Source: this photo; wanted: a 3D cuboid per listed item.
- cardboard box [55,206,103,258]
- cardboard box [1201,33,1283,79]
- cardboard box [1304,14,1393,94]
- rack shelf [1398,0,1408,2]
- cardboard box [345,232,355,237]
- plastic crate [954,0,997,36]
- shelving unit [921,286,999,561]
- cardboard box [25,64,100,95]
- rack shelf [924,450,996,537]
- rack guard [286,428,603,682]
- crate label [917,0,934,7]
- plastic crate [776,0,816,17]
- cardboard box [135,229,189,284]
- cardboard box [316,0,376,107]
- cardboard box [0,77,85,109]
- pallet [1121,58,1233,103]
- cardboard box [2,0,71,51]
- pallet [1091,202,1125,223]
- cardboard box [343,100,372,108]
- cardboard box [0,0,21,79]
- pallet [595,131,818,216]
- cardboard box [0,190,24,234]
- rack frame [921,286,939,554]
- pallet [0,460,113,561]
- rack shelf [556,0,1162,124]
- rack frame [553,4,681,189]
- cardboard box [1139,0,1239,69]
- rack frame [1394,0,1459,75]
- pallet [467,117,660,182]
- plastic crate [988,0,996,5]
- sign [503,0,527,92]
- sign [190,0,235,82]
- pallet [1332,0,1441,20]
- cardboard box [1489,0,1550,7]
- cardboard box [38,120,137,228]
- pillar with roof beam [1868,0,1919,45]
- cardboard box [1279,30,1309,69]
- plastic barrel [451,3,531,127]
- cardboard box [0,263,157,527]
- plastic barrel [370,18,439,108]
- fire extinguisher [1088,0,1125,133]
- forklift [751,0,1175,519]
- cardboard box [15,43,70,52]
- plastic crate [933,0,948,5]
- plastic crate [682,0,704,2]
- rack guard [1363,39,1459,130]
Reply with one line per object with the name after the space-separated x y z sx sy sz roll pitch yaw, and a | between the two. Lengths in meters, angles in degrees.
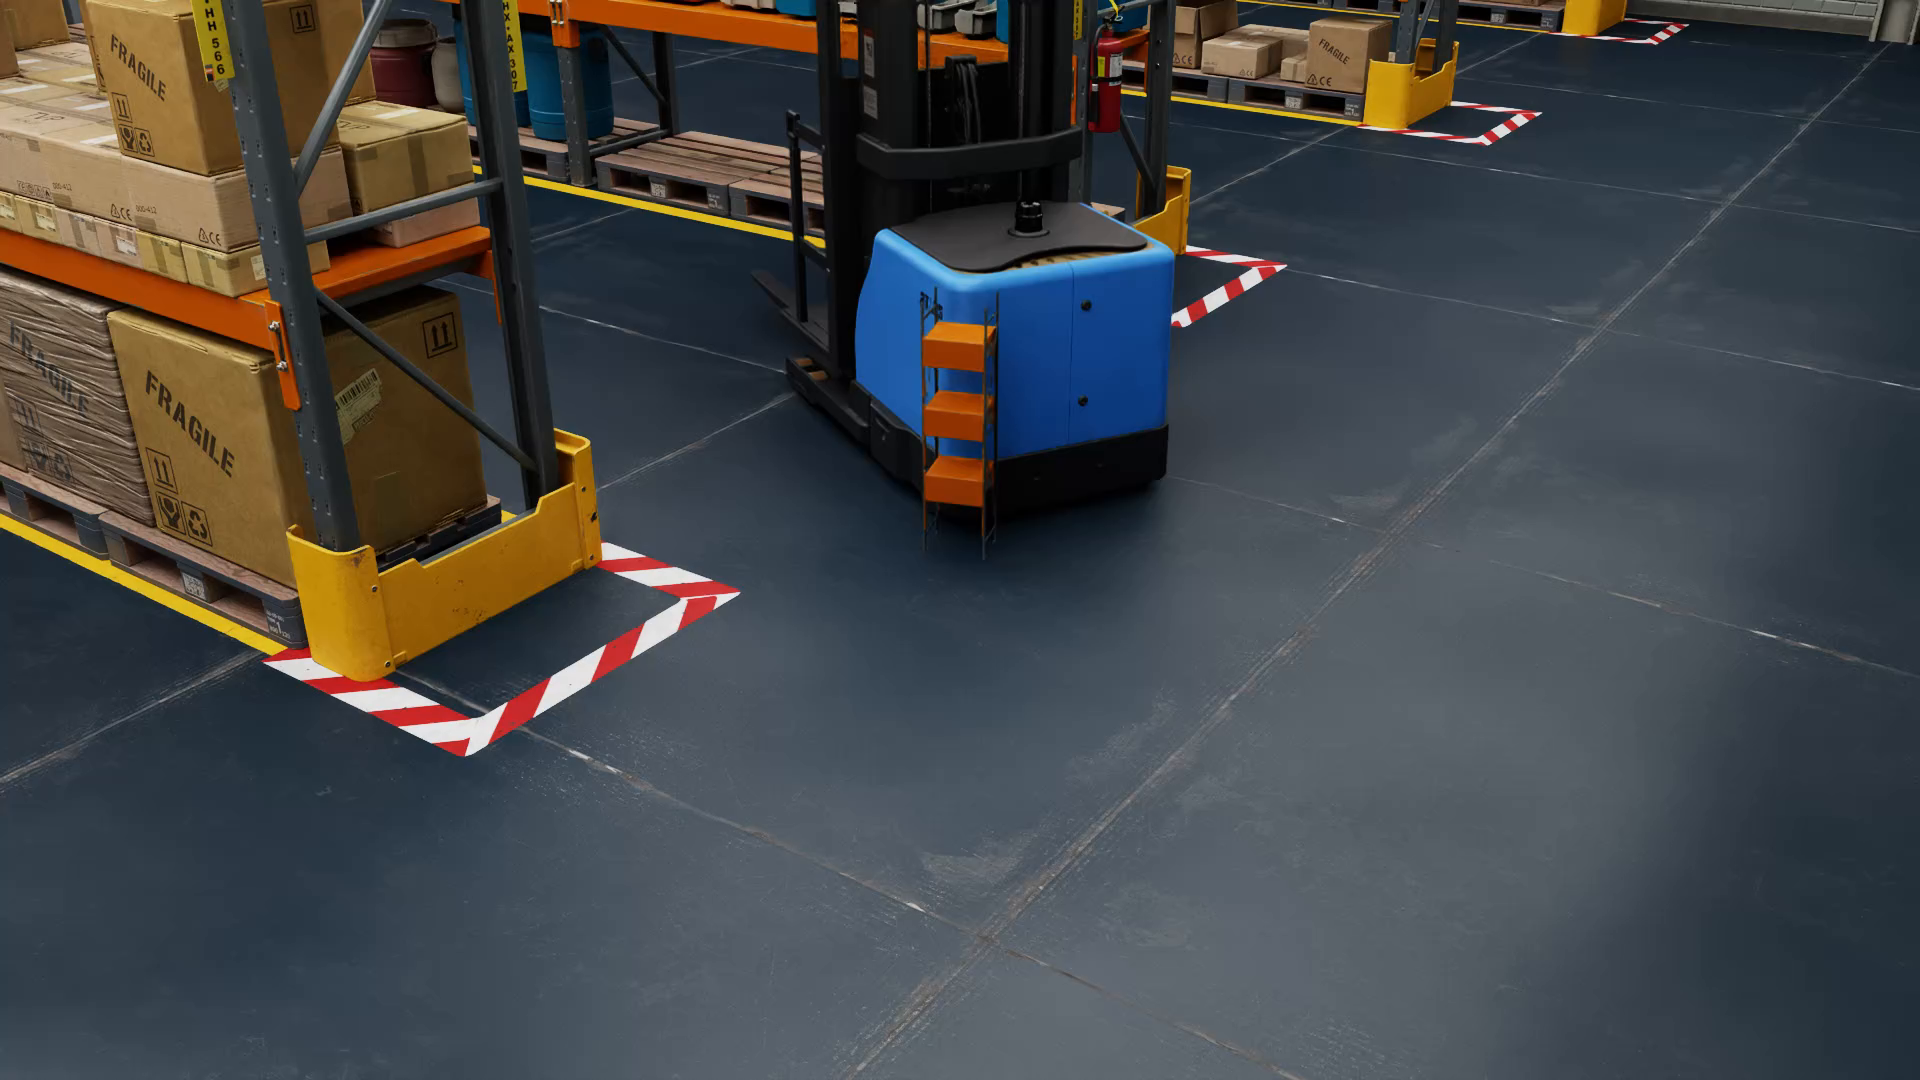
-2.993 -1.152 5.983 0.250 0.149 0.380 18 32 31 | cardboard box
2.372 -4.075 13.998 0.500 0.250 0.500 17 32 30 | cardboard box
3.138 -3.932 13.439 0.500 0.500 0.500 17 32 30 | cardboard box
2.077 -4.995 14.051 4.000 0.370 1.077 17 32 30 | rack shelf
-2.204 -1.267 6.210 0.250 0.149 0.380 17 31 30 | cardboard box
0.144 -3.002 9.567 0.243 0.136 0.396 17 32 30 | plastic crate
0.001 -0.442 6.460 0.252 1.050 0.215 7 28 13 | shelving unit
-3.406 -1.783 6.783 0.500 0.250 0.500 17 31 29 | cardboard box
0.001 -0.184 6.591 0.240 0.259 0.215 7 28 13 | rack shelf
-1.866 0.021 6.158 0.348 0.500 1.175 17 32 30 | rack guard
-0.330 -3.144 9.846 0.243 0.136 0.396 17 32 30 | crate label
-0.919 -3.335 10.114 0.300 0.233 0.416 17 32 30 | plastic crate
-2.581 -1.022 5.728 0.250 0.149 0.380 18 32 31 | cardboard box
-2.541 -1.852 6.093 0.500 0.500 0.500 16 31 29 | cardboard box
-3.705 -1.584 6.392 0.500 0.250 0.500 17 32 30 | cardboard box
2.004 -4.097 14.568 1.213 0.211 1.003 17 32 30 | pallet
-4.242 -2.378 7.127 0.500 0.500 0.500 18 32 31 | cardboard box
0.261 -1.935 10.319 1.213 0.211 1.003 17 32 30 | pallet
-2.561 -1.520 6.268 0.500 0.250 0.500 17 31 30 | cardboard box
-4.100 -2.047 6.475 0.500 0.500 0.500 16 31 29 | cardboard box
-1.751 -2.561 11.550 1.213 0.211 1.003 17 32 30 | pallet
-3.422 -1.284 6.243 0.250 0.149 0.380 17 32 30 | cardboard box
-0.117 -0.456 6.489 0.008 1.050 0.200 7 28 13 | rack frame
-3.591 -0.346 7.198 1.213 0.211 1.003 17 32 30 | pallet
-0.730 -3.144 10.414 4.000 0.370 1.077 17 32 30 | rack shelf
-2.379 -3.978 11.260 0.127 3.000 1.000 17 32 30 | rack frame
1.980 -4.432 14.419 0.637 0.503 0.797 17 32 30 | cardboard box
3.726 -4.802 12.879 0.127 3.000 1.000 17 32 30 | rack frame
-2.991 -2.949 12.313 1.213 0.211 1.003 17 32 30 | pallet
0.359 -3.259 9.965 0.300 0.233 0.416 17 32 30 | plastic crate
-1.567 -1.727 5.794 0.005 0.325 0.100 17 32 30 | sign
-2.204 -1.522 4.895 0.005 0.325 0.100 17 32 30 | sign
4.823 -5.902 18.115 1.213 0.211 1.003 17 32 30 | pallet
5.894 -5.871 17.271 0.500 0.500 0.700 17 32 30 | cardboard box
-2.853 -1.321 5.876 0.500 0.250 0.500 17 31 29 | cardboard box
6.806 -7.349 11.270 0.400 9.000 9.100 17 32 30 | pillar with roof beam
3.026 -4.147 14.138 0.500 0.250 0.500 17 32 30 | cardboard box
-3.401 -3.558 12.285 0.708 0.901 0.600 17 32 30 | plastic barrel
-3.209 -0.708 6.713 0.875 0.875 0.875 17 32 30 | cardboard box
-4.332 -3.709 12.926 0.708 0.588 0.600 17 32 30 | plastic barrel
0.786 -2.542 8.934 0.183 0.674 0.296 17 32 30 | fire extinguisher
-0.201 -2.033 7.513 1.130 2.935 3.031 -12 29 -23 | forklift
-4.242 -2.045 7.299 0.500 0.250 0.500 18 32 32 | cardboard box
-0.184 -3.428 10.297 0.300 0.233 0.416 17 32 30 | plastic crate
-1.785 -3.711 10.597 0.583 0.464 0.402 17 32 30 | plastic crate
3.663 -3.708 13.484 0.348 0.500 1.175 17 32 30 | rack guard
